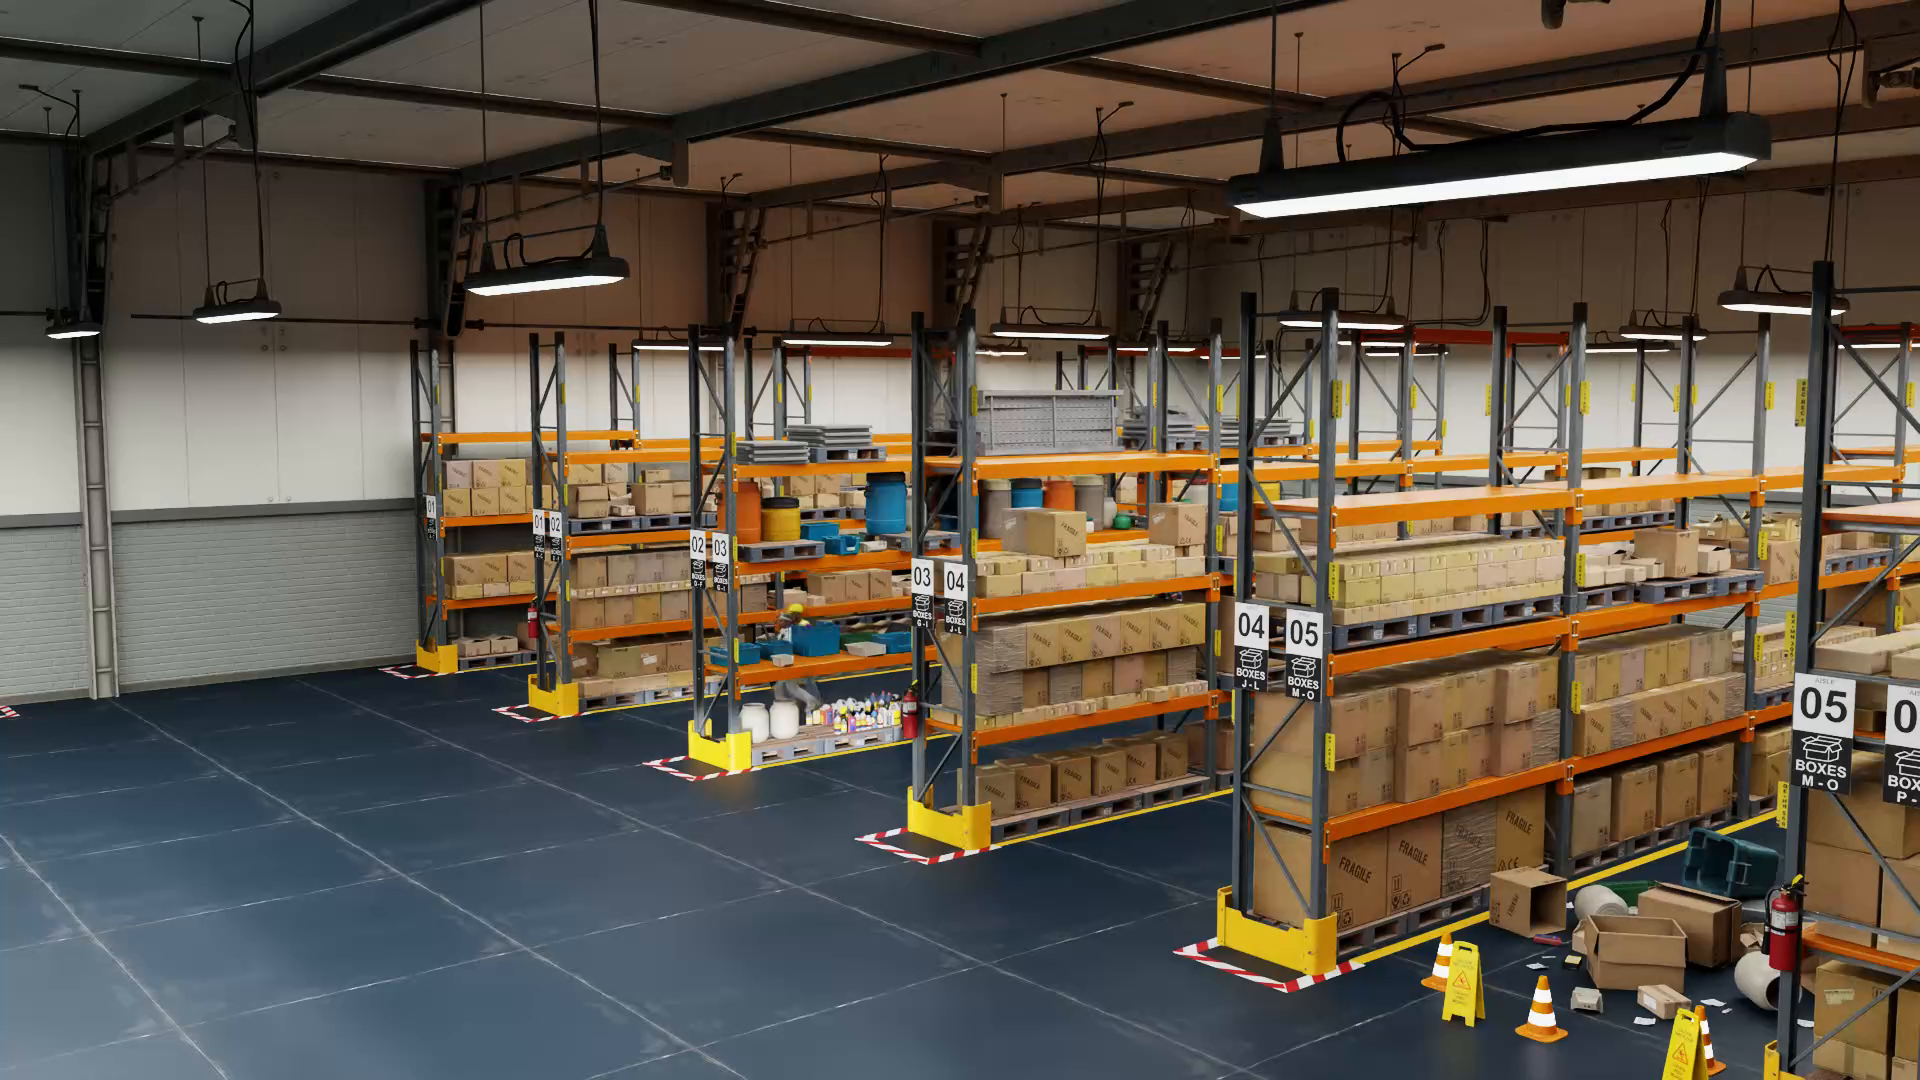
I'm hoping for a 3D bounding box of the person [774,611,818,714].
[{"bbox_3d":[-2.620,1.931,25.601,0.810,1.696,0.573,-3,6,-31],"label":"person"}]

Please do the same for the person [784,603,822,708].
[{"bbox_3d":[-2.508,1.874,26.194,0.729,1.790,0.840,5,7,43],"label":"person"}]
